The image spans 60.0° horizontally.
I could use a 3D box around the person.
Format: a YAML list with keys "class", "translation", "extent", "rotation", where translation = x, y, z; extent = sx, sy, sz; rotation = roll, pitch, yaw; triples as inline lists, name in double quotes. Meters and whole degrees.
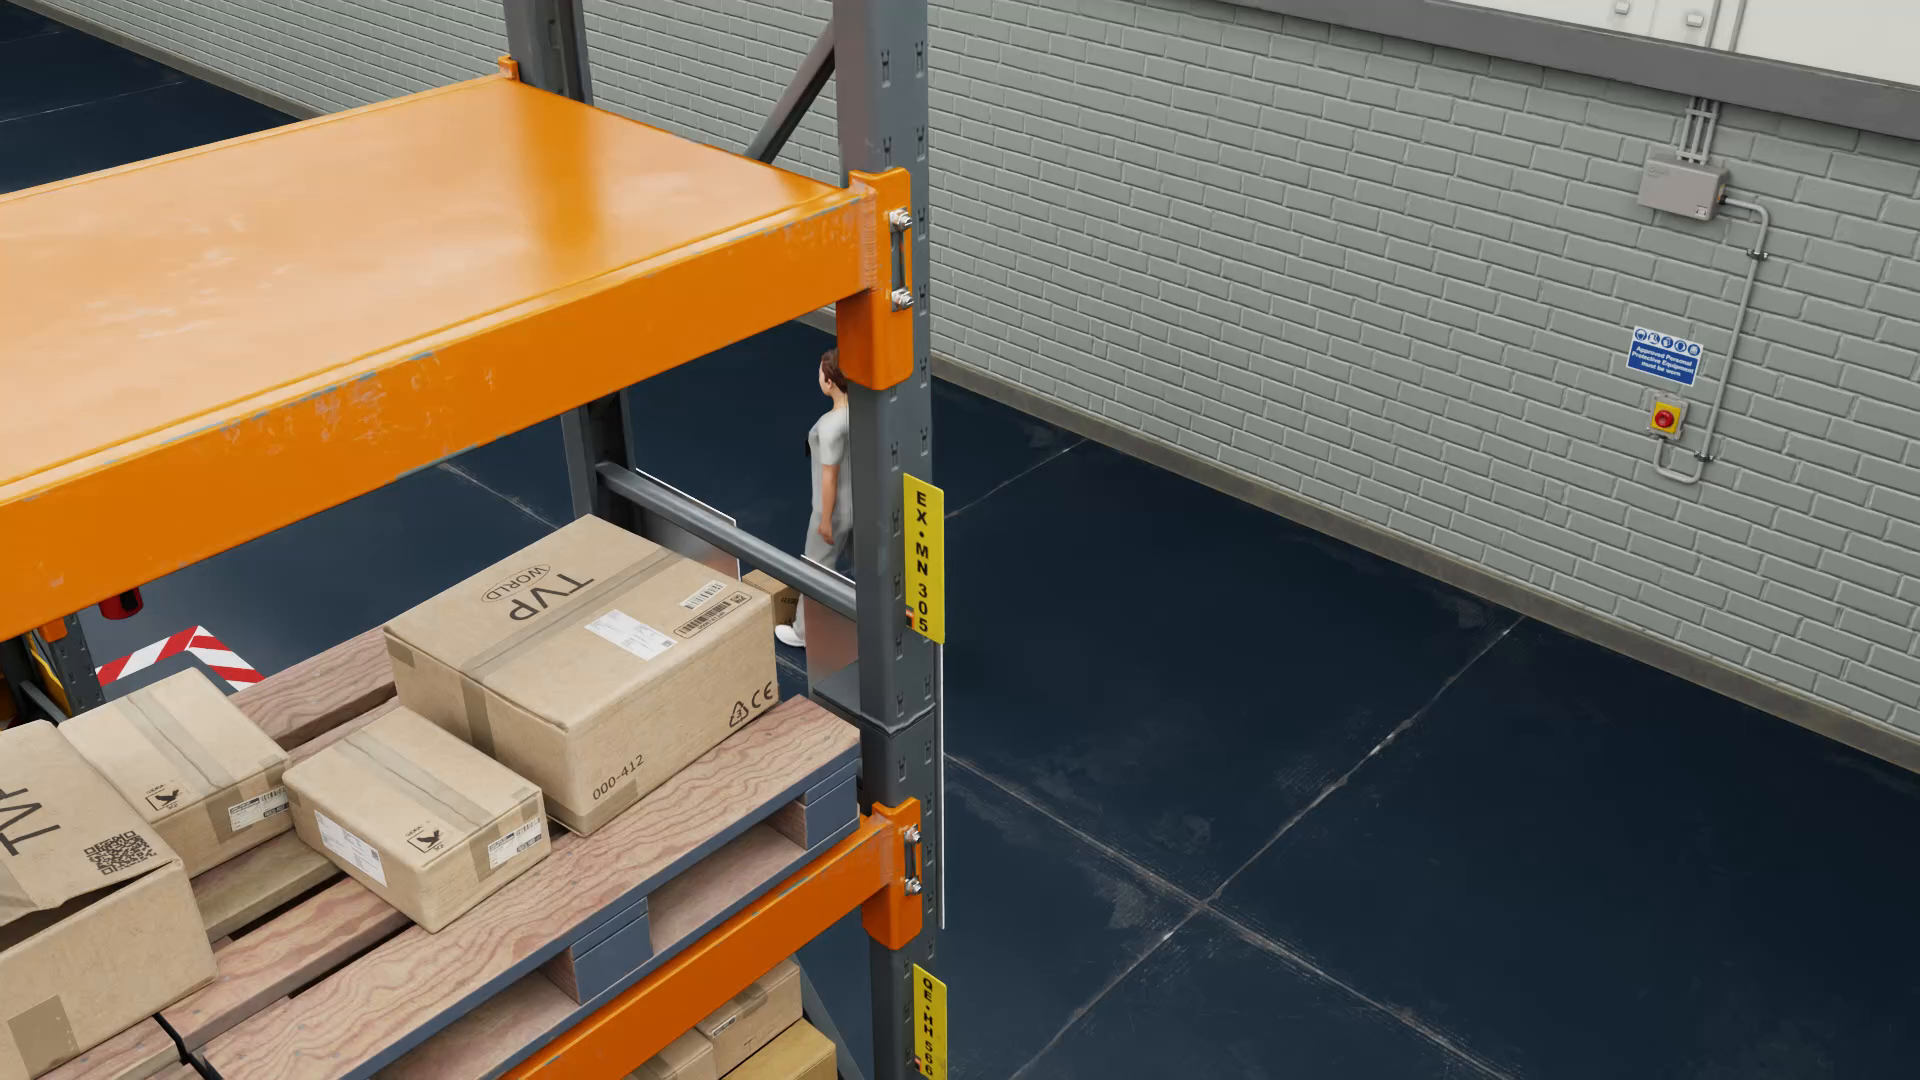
- class: "person"
  translation: [-0.645, -0.202, 8.303]
  extent: [0.568, 1.669, 0.459]
  rotation: [17, 35, 25]
